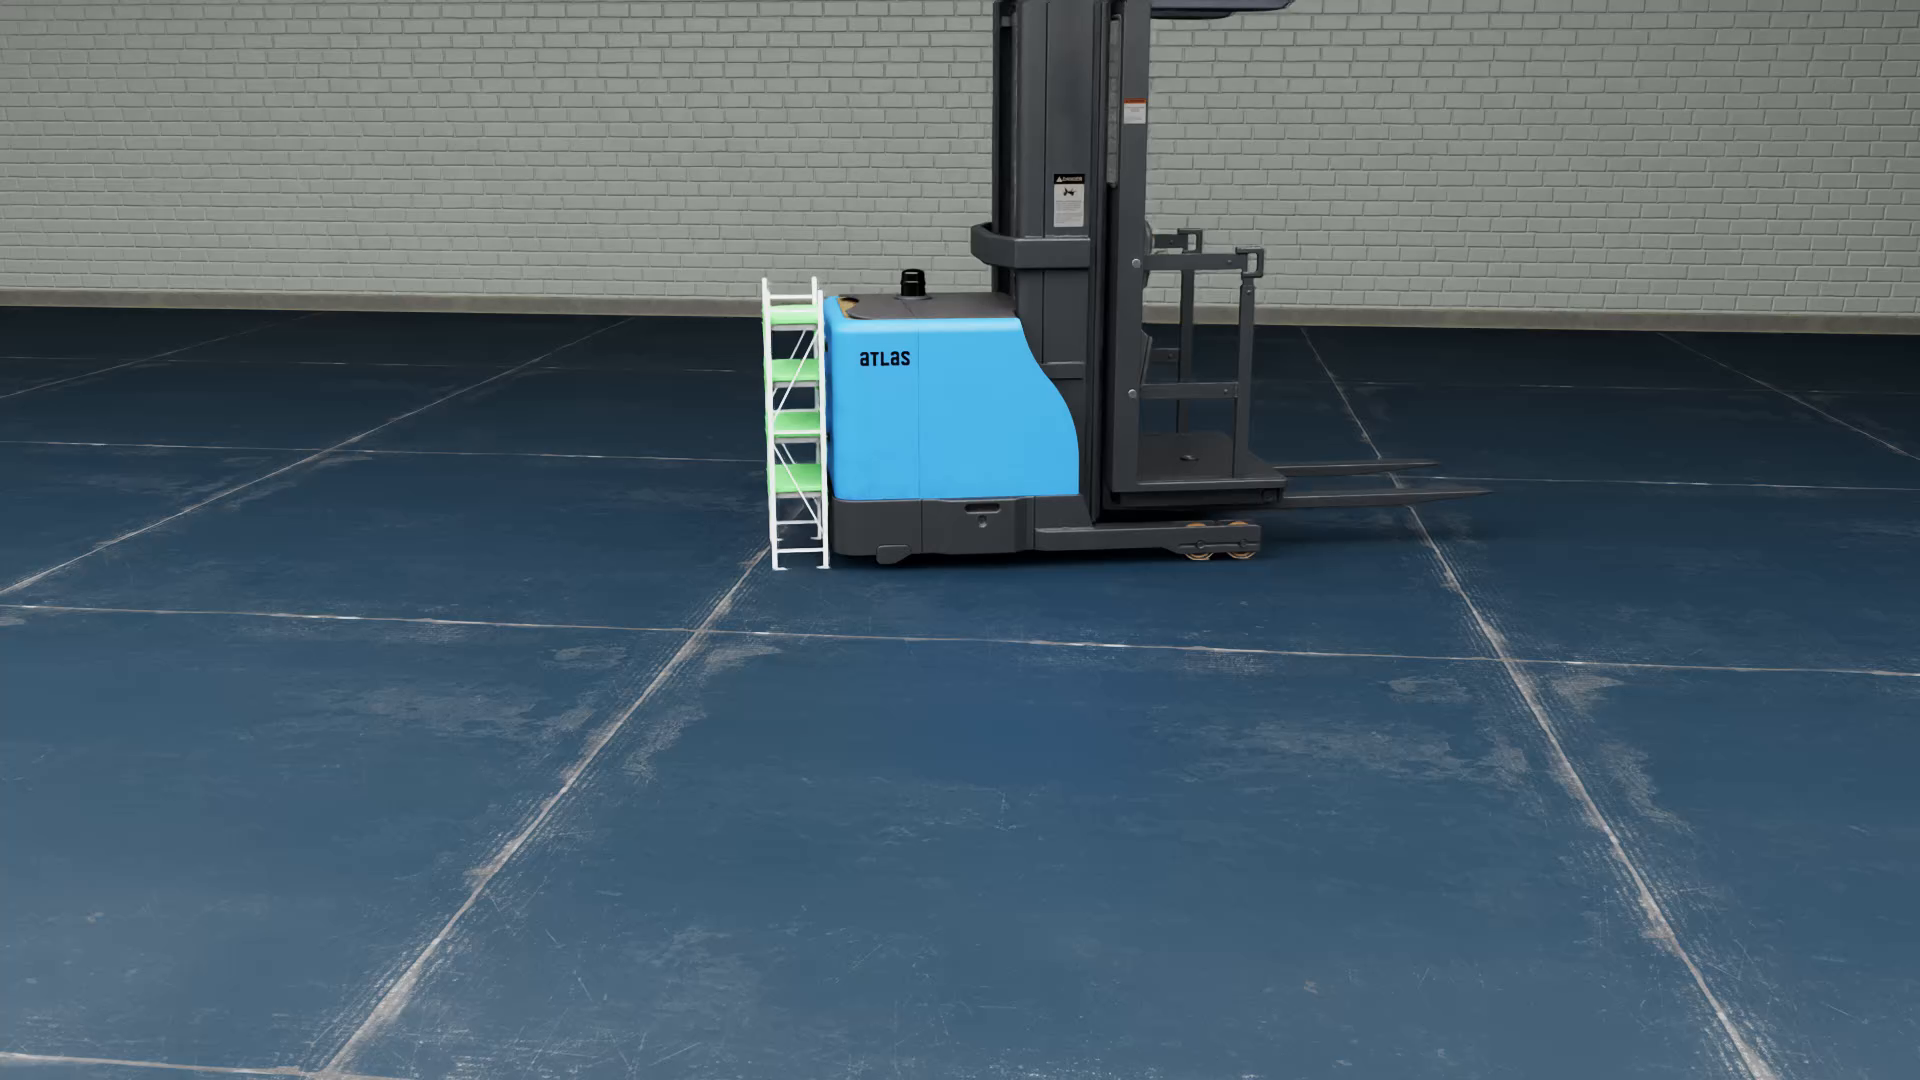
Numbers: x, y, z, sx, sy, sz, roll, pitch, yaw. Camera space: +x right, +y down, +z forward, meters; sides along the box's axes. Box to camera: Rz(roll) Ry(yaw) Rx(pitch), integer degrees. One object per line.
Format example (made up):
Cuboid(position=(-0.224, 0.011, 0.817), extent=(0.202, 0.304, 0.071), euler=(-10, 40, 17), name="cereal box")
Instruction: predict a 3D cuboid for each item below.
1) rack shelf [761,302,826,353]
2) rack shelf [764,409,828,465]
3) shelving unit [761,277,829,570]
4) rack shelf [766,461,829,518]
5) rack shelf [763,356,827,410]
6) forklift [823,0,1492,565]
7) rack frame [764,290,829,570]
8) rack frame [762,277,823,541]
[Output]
Cuboid(position=(-0.722, -0.919, 7.167), extent=(0.258, 0.148, 0.480), euler=(-2, 15, -7), name="rack shelf")
Cuboid(position=(-0.722, -0.455, 7.292), extent=(0.258, 0.148, 0.480), euler=(-2, 15, -7), name="rack shelf")
Cuboid(position=(-0.722, -0.517, 7.276), extent=(0.258, 1.200, 0.503), euler=(-2, 15, -7), name="shelving unit")
Cuboid(position=(-0.722, -0.224, 7.355), extent=(0.258, 0.148, 0.480), euler=(-2, 15, -7), name="rack shelf")
Cuboid(position=(-0.722, -0.687, 7.230), extent=(0.258, 0.148, 0.480), euler=(-2, 15, -7), name="rack shelf")
Cuboid(position=(0.900, -1.458, 7.439), extent=(3.031, 2.935, 1.130), euler=(-2, 15, -7), name="forklift")
Cuboid(position=(-0.689, -0.454, 7.042), extent=(0.240, 1.200, 0.015), euler=(-2, 15, -7), name="rack frame")
Cuboid(position=(-0.754, -0.580, 7.509), extent=(0.240, 1.200, 0.015), euler=(-2, 15, -7), name="rack frame")
